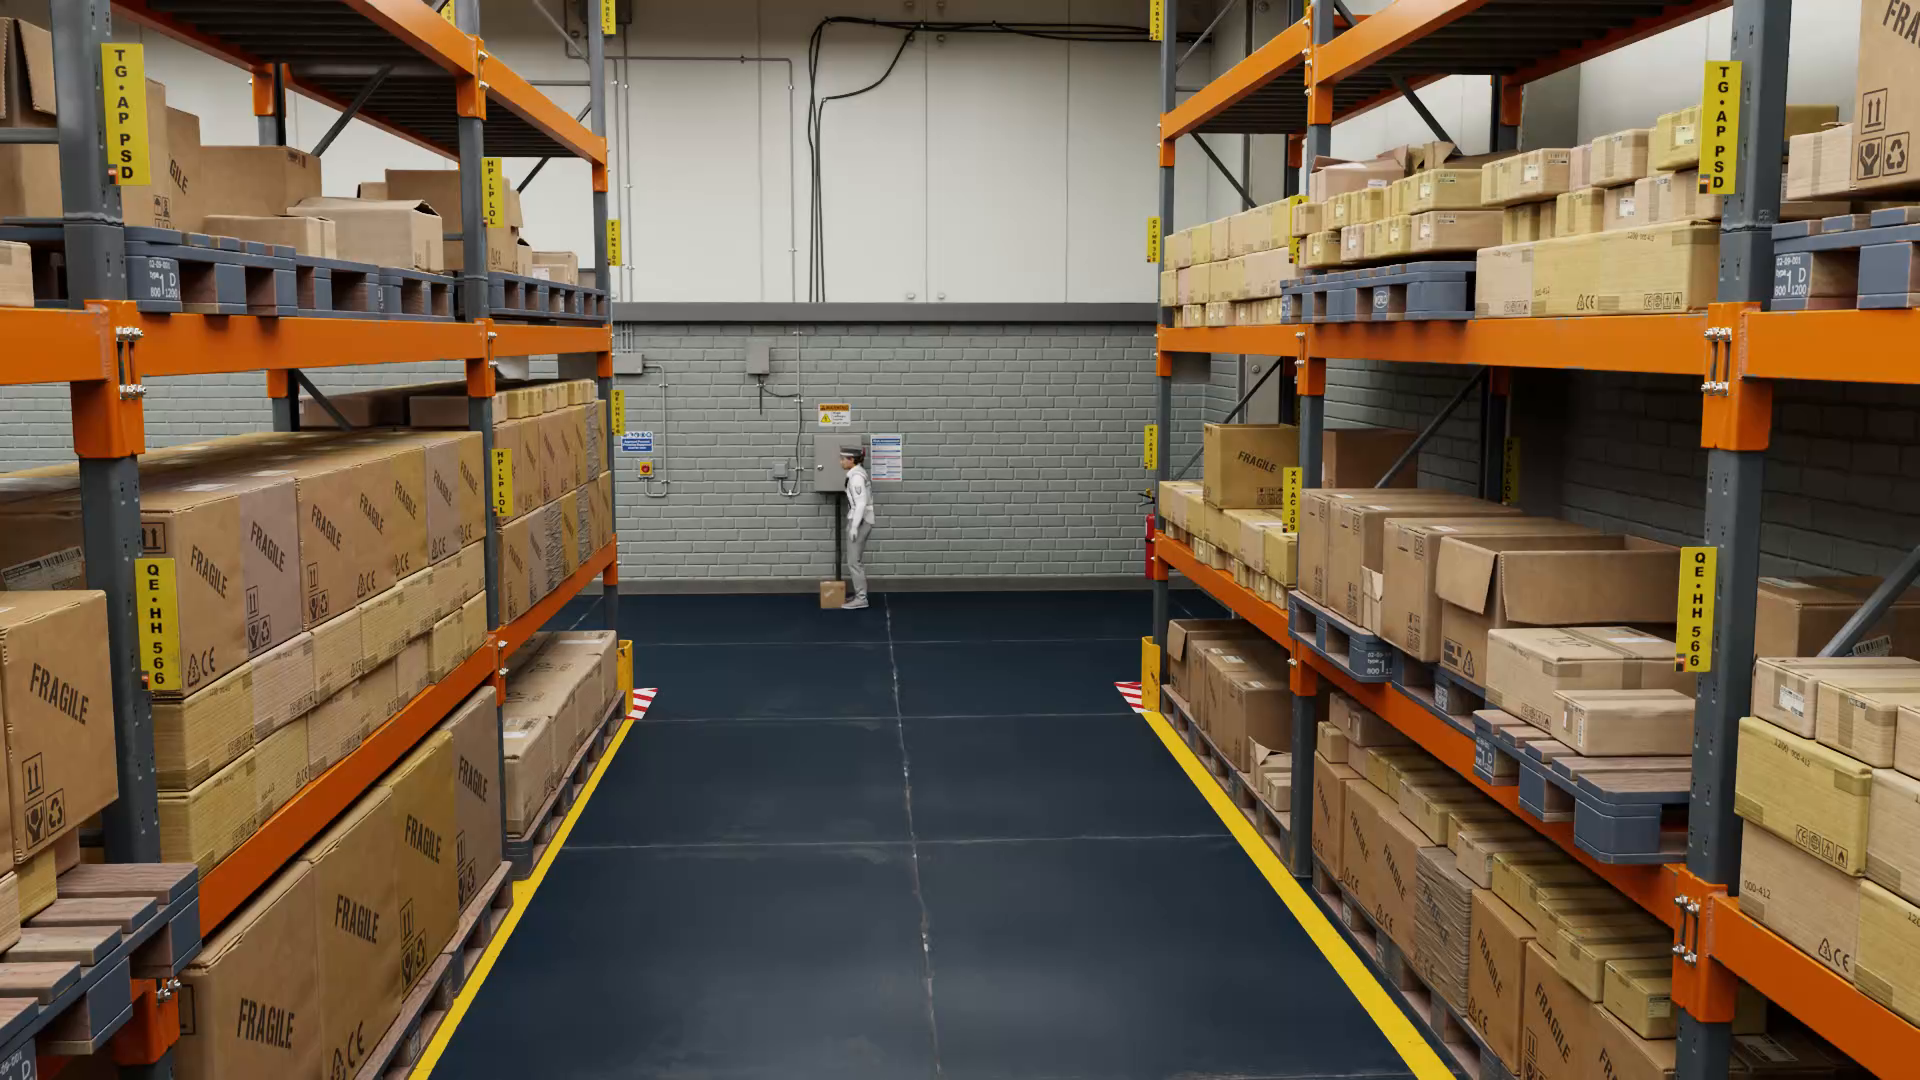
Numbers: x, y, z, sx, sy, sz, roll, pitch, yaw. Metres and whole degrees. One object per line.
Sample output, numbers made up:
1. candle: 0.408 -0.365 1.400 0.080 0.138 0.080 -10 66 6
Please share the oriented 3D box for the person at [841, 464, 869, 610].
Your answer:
1. person: -1.046 -0.019 16.906 0.357 1.417 0.520 -1 7 -6
